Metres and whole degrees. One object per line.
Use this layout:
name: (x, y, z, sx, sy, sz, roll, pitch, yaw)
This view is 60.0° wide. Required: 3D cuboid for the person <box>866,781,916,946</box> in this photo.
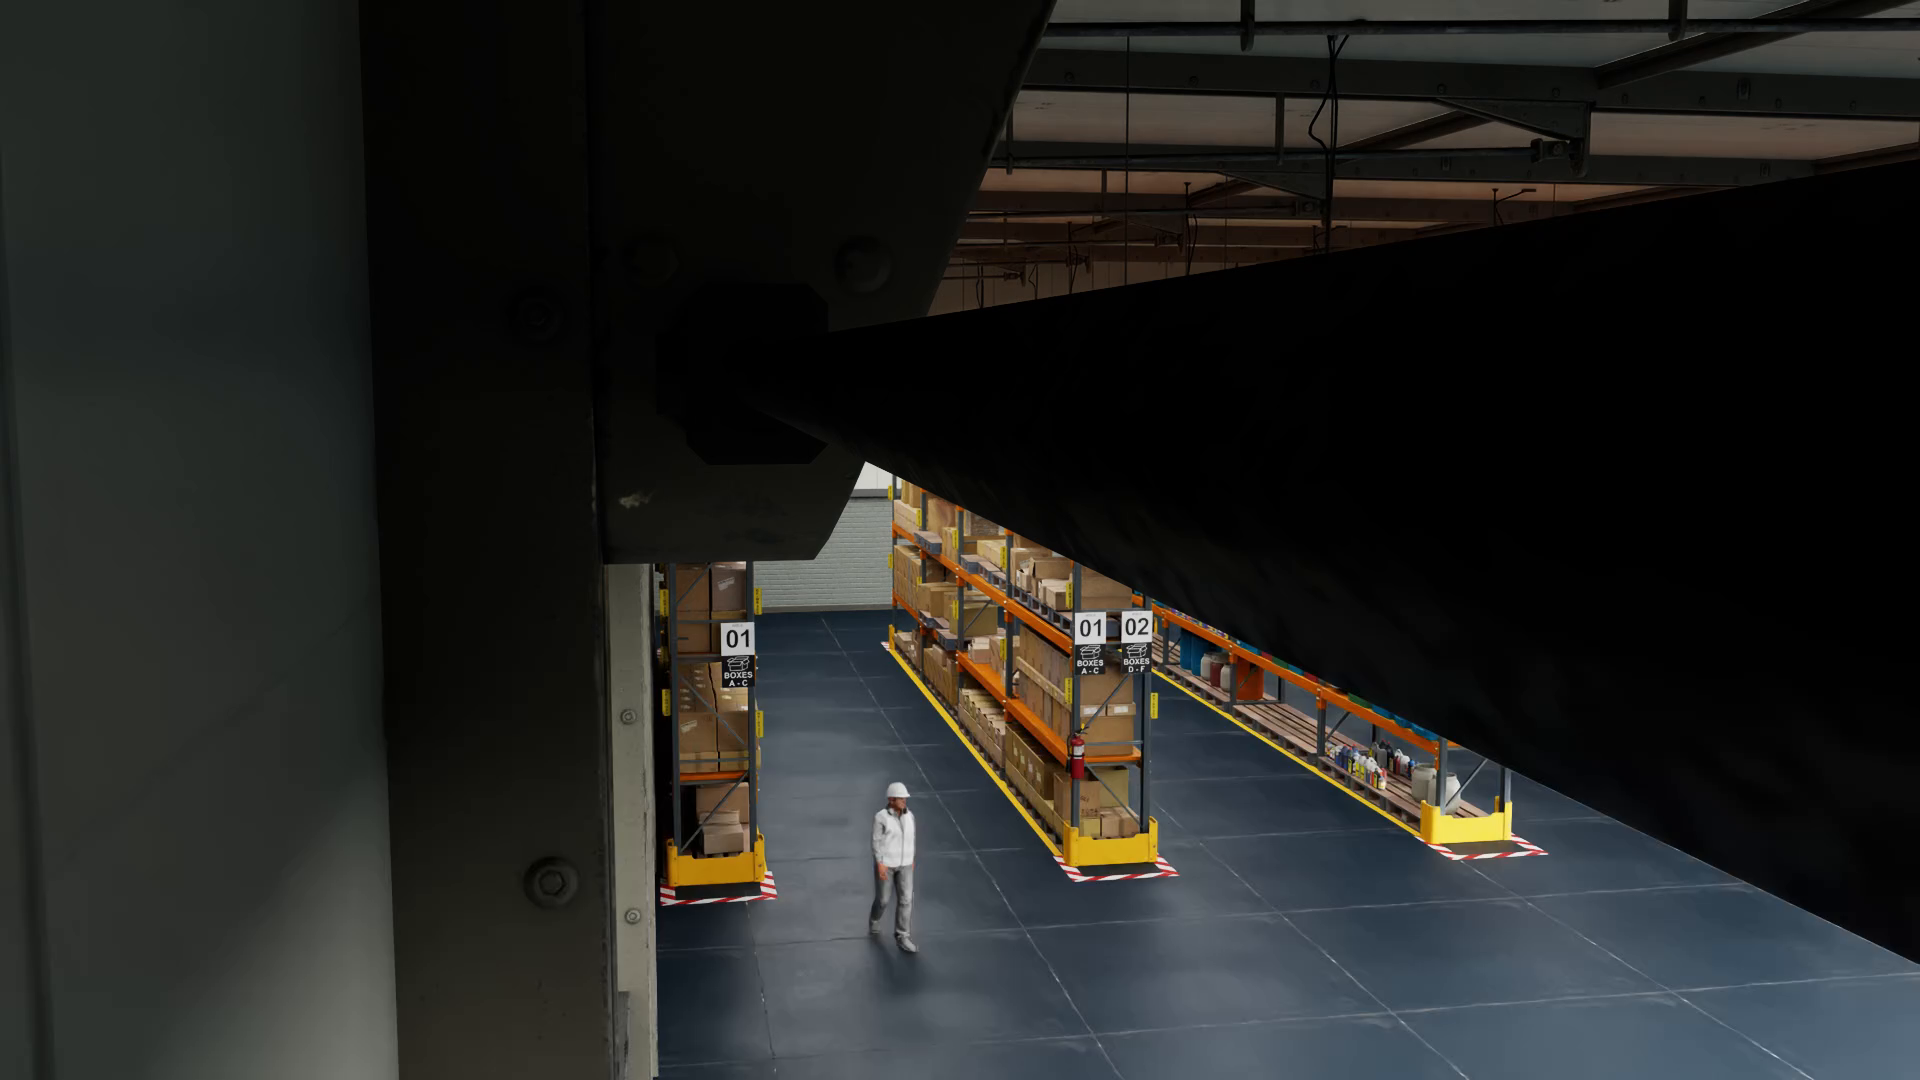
person: (-0.704, 3.512, 18.128, 0.617, 1.747, 0.619, 5, 8, 36)
